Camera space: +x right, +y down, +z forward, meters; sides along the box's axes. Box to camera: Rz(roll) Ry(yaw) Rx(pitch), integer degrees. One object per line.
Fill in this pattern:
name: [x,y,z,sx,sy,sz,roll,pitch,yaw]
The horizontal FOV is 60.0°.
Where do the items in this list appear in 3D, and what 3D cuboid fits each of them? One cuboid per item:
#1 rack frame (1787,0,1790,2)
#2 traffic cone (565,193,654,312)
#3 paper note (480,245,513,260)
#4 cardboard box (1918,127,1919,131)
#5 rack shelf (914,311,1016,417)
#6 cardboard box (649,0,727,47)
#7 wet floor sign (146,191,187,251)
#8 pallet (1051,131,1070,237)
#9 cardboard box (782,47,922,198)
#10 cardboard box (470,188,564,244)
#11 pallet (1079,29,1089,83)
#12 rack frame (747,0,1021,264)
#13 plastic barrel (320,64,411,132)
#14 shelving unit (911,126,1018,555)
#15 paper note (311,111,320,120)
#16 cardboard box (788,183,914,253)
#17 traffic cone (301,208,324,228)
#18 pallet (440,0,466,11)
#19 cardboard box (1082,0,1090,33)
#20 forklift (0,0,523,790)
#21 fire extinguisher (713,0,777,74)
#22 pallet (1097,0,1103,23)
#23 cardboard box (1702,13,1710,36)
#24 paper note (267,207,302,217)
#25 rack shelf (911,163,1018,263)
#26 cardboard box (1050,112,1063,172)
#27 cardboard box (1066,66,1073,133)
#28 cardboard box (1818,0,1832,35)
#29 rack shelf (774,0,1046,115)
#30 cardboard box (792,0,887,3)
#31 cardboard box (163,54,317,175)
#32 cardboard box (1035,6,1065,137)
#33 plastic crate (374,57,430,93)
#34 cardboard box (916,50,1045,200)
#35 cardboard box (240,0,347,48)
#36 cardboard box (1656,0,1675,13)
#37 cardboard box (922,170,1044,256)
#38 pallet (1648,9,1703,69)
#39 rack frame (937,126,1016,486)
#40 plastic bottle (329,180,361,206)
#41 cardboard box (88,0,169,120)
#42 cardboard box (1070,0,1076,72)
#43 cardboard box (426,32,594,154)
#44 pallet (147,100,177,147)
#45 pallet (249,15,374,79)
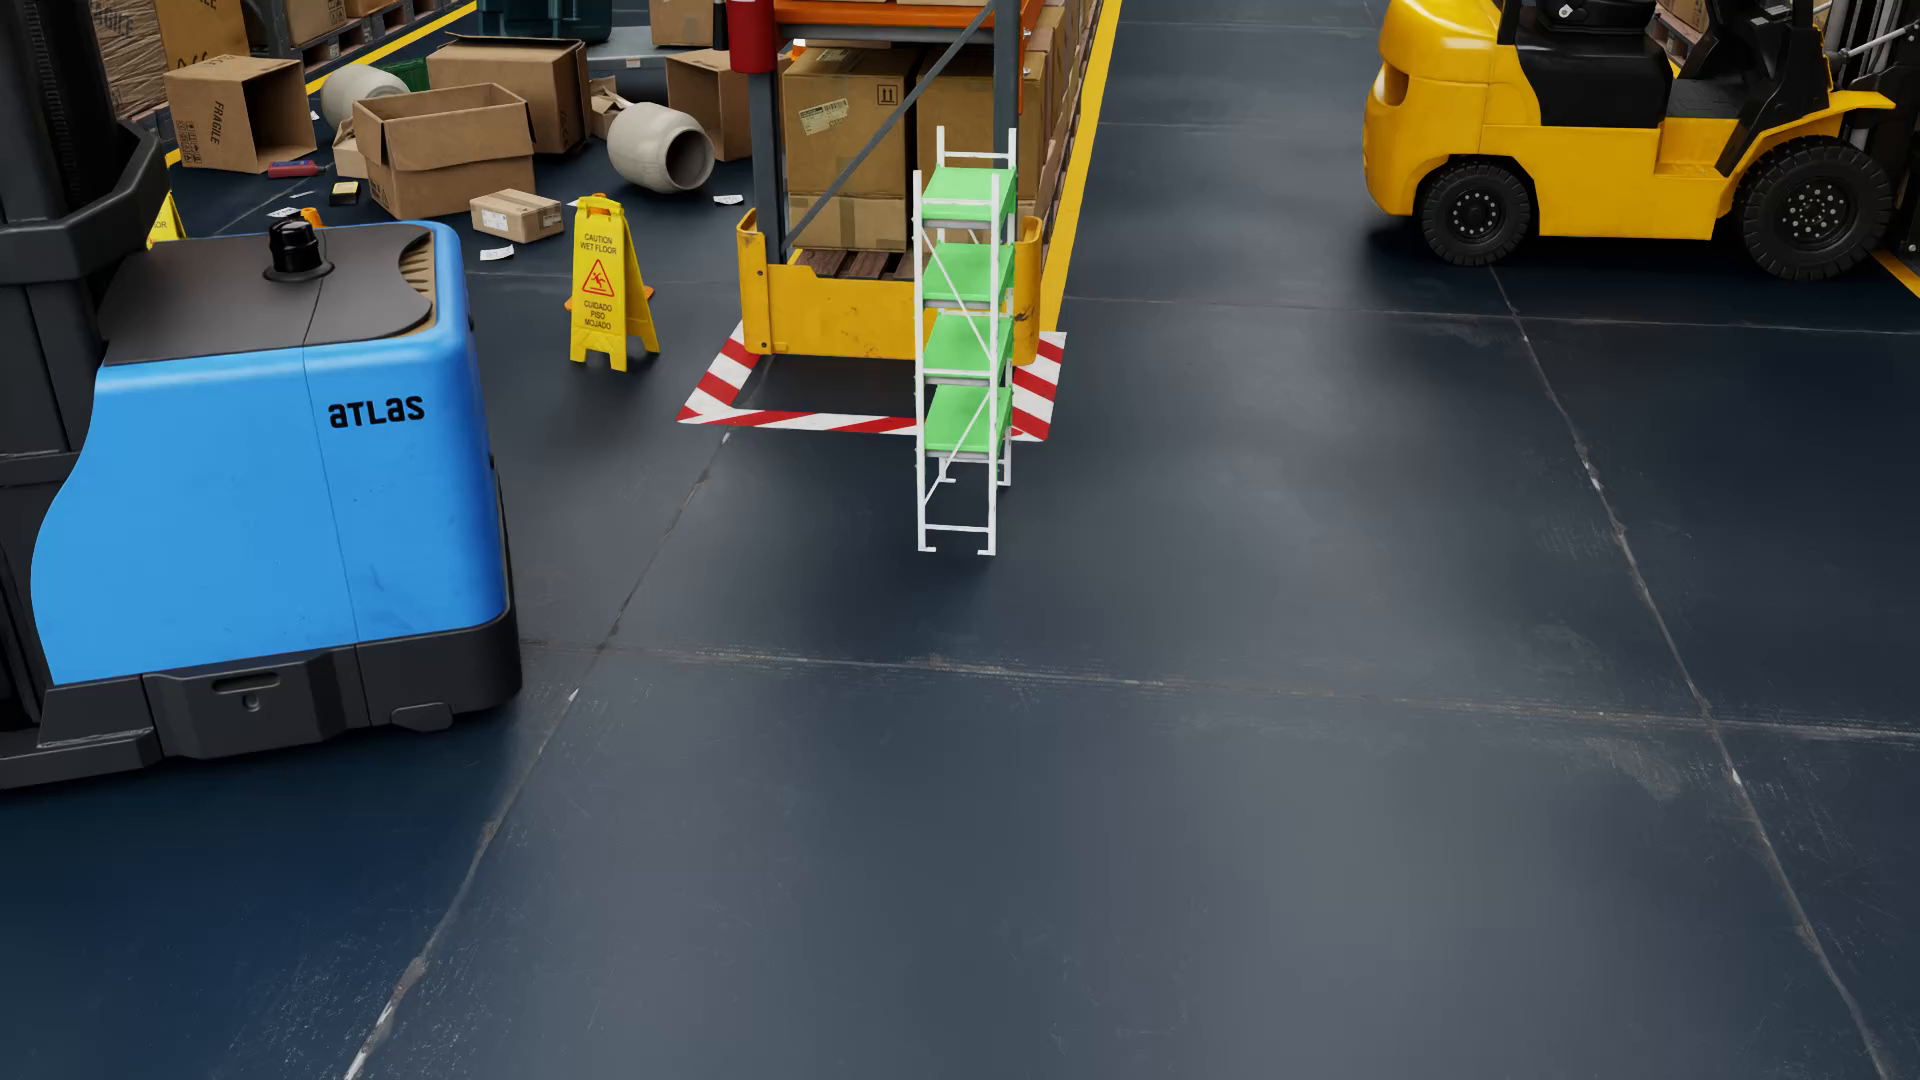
rack frame: [5.135,-3.673,8.905,1.000,3.000,0.127,3,28,6]
traffic cone: [-1.509,-1.238,7.059,0.336,0.463,0.334,3,28,6]
paper note: [-2.142,-1.331,7.687,0.148,0.019,0.142,-6,29,-11]
cardboard box: [4.509,-1.712,7.194,0.500,0.250,0.500,3,28,5]
rack shelf: [0.020,-0.550,5.140,0.258,0.148,0.480,3,28,6]
cardboard box: [-1.562,-3.282,10.017,0.500,0.500,0.500,3,28,6]
wet floor sign: [-3.245,-1.152,6.708,0.267,0.644,0.232,-1,28,-3]
pallet: [0.014,-1.838,8.439,1.003,0.211,1.213,3,28,6]
cardboard box: [-0.443,-1.774,7.045,0.500,0.500,0.500,4,29,7]
cardboard box: [-2.126,-1.556,7.981,0.380,0.149,0.250,20,34,32]
pallet: [0.302,-3.099,10.779,1.003,0.211,1.213,3,28,6]
rack frame: [-0.282,-2.077,5.943,1.000,3.000,0.127,3,28,6]
plastic barrel: [-3.333,-2.443,9.338,0.421,0.421,0.512,-24,36,-37]
shelving unit: [0.020,-0.606,5.110,0.258,1.200,0.503,3,28,6]
paper note: [-3.901,-2.524,9.902,0.147,0.020,0.142,-17,33,-29]
cardboard box: [-0.447,-1.459,7.251,0.500,0.250,0.500,3,28,6]
traffic cone: [-2.653,-1.142,6.882,0.336,0.463,0.334,3,28,6]
pallet: [-4.398,-4.488,13.359,1.003,0.211,1.213,3,28,6]
cardboard box: [0.355,-3.573,11.048,0.950,0.372,0.625,5,29,9]
forklift: [-2.730,-0.844,3.726,3.031,2.935,1.130,-8,29,-14]
fire extinguisher: [-0.753,-2.016,5.911,0.296,0.674,0.183,3,28,6]
pallet: [0.601,-4.247,12.911,1.003,0.211,1.213,3,28,6]
cardboard box: [5.290,-3.424,10.503,0.875,0.625,0.625,3,28,6]
paper note: [-3.335,-1.629,8.243,0.144,0.017,0.142,14,31,24]
rack shelf: [0.020,-0.972,4.913,0.258,0.148,0.480,3,28,6]
cardboard box: [0.216,-1.912,8.093,0.500,0.250,0.500,5,29,10]
cardboard box: [0.347,-2.389,8.978,0.500,0.250,0.500,3,28,5]
cardboard box: [4.692,-2.638,8.386,0.500,0.250,0.500,3,28,6]
rack shelf: [-0.037,-2.702,7.861,1.077,0.370,4.000,3,28,6]
cardboard box: [-0.448,-2.155,6.352,0.380,0.149,0.250,4,29,8]
cardboard box: [-3.889,-2.310,9.008,0.500,0.500,0.500,8,29,15]
cardboard box: [0.223,-2.238,7.908,0.500,0.500,0.500,4,29,7]
plastic crate: [-3.438,-2.829,10.243,0.450,0.188,0.662,9,28,37]
cardboard box: [0.094,-1.756,7.013,0.500,0.500,0.500,2,28,4]
cardboard box: [-4.730,-3.692,10.869,1.050,0.750,0.750,3,28,6]
cardboard box: [5.463,-4.095,11.749,0.875,0.625,0.625,4,29,8]
cardboard box: [0.091,-1.415,7.170,0.500,0.250,0.500,3,28,6]
pallet: [5.334,-3.370,11.284,1.003,0.211,1.213,3,28,6]
rack frame: [0.050,-0.721,5.323,0.240,1.200,0.015,3,28,6]
plastic bottle: [-3.135,-1.779,8.487,0.133,0.061,0.283,-6,29,-11]
cardboard box: [-4.970,-2.733,8.958,0.875,0.875,0.875,4,29,7]
cardboard box: [0.342,-2.731,8.822,0.500,0.500,0.500,4,29,7]
cardboard box: [-2.473,-2.452,9.128,0.797,0.637,0.503,3,28,6]
pallet: [-4.888,-2.619,9.889,1.003,0.211,1.213,3,28,6]
pallet: [-4.697,-3.340,11.227,1.003,0.211,1.213,3,28,6]
